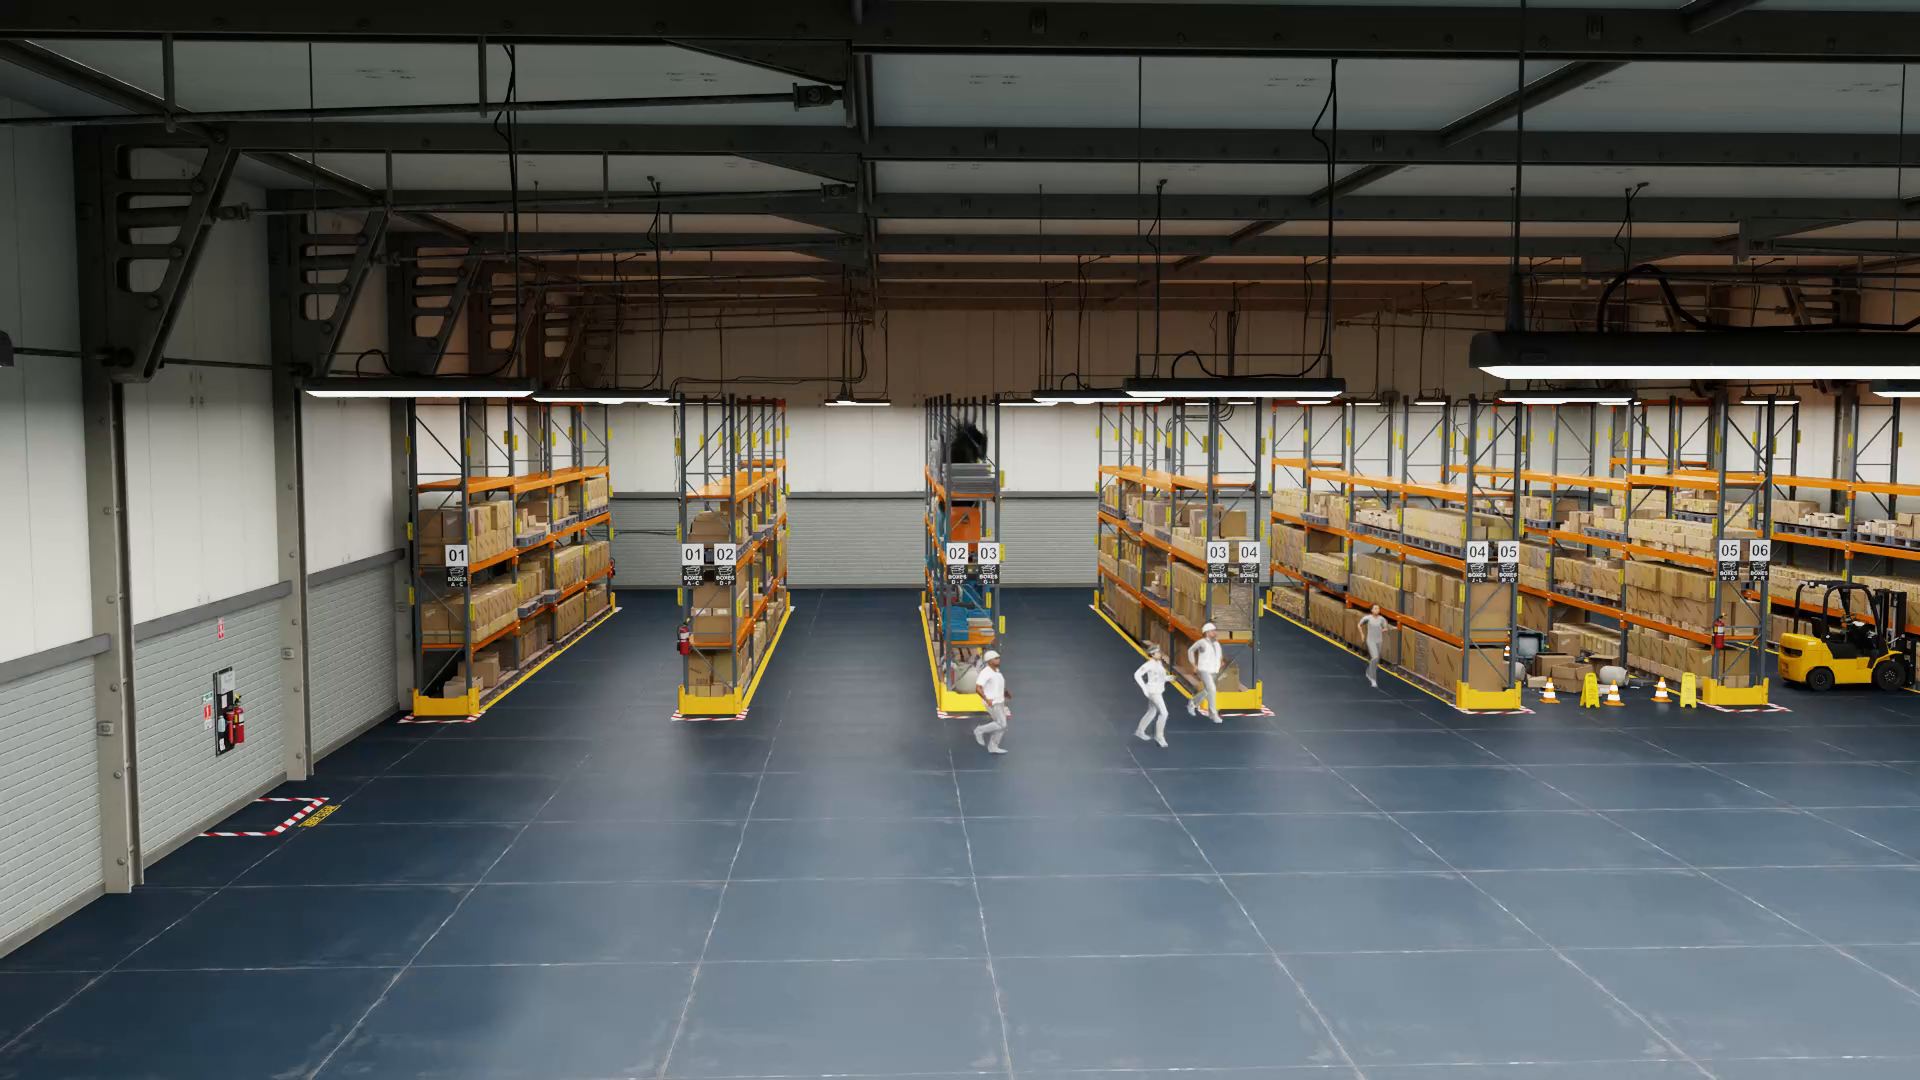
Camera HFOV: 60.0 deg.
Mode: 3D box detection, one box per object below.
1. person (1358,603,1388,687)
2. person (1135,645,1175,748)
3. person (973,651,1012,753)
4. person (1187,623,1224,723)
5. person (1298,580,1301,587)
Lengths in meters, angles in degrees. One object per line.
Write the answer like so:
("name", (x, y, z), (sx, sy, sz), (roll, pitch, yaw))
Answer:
("person", (8.587, 2.160, 34.519), (0.533, 1.724, 0.754), (-1, 5, -14))
("person", (3.308, 2.643, 28.311), (0.747, 1.750, 0.584), (2, 5, 28))
("person", (0.536, 2.689, 27.639), (0.578, 1.712, 0.703), (2, 5, 22))
("person", (4.602, 2.419, 30.593), (0.673, 1.758, 0.894), (-4, 6, -40))
("person", (10.218, 0.992, 49.303), (0.653, 1.686, 0.588), (-1, 5, -14))
